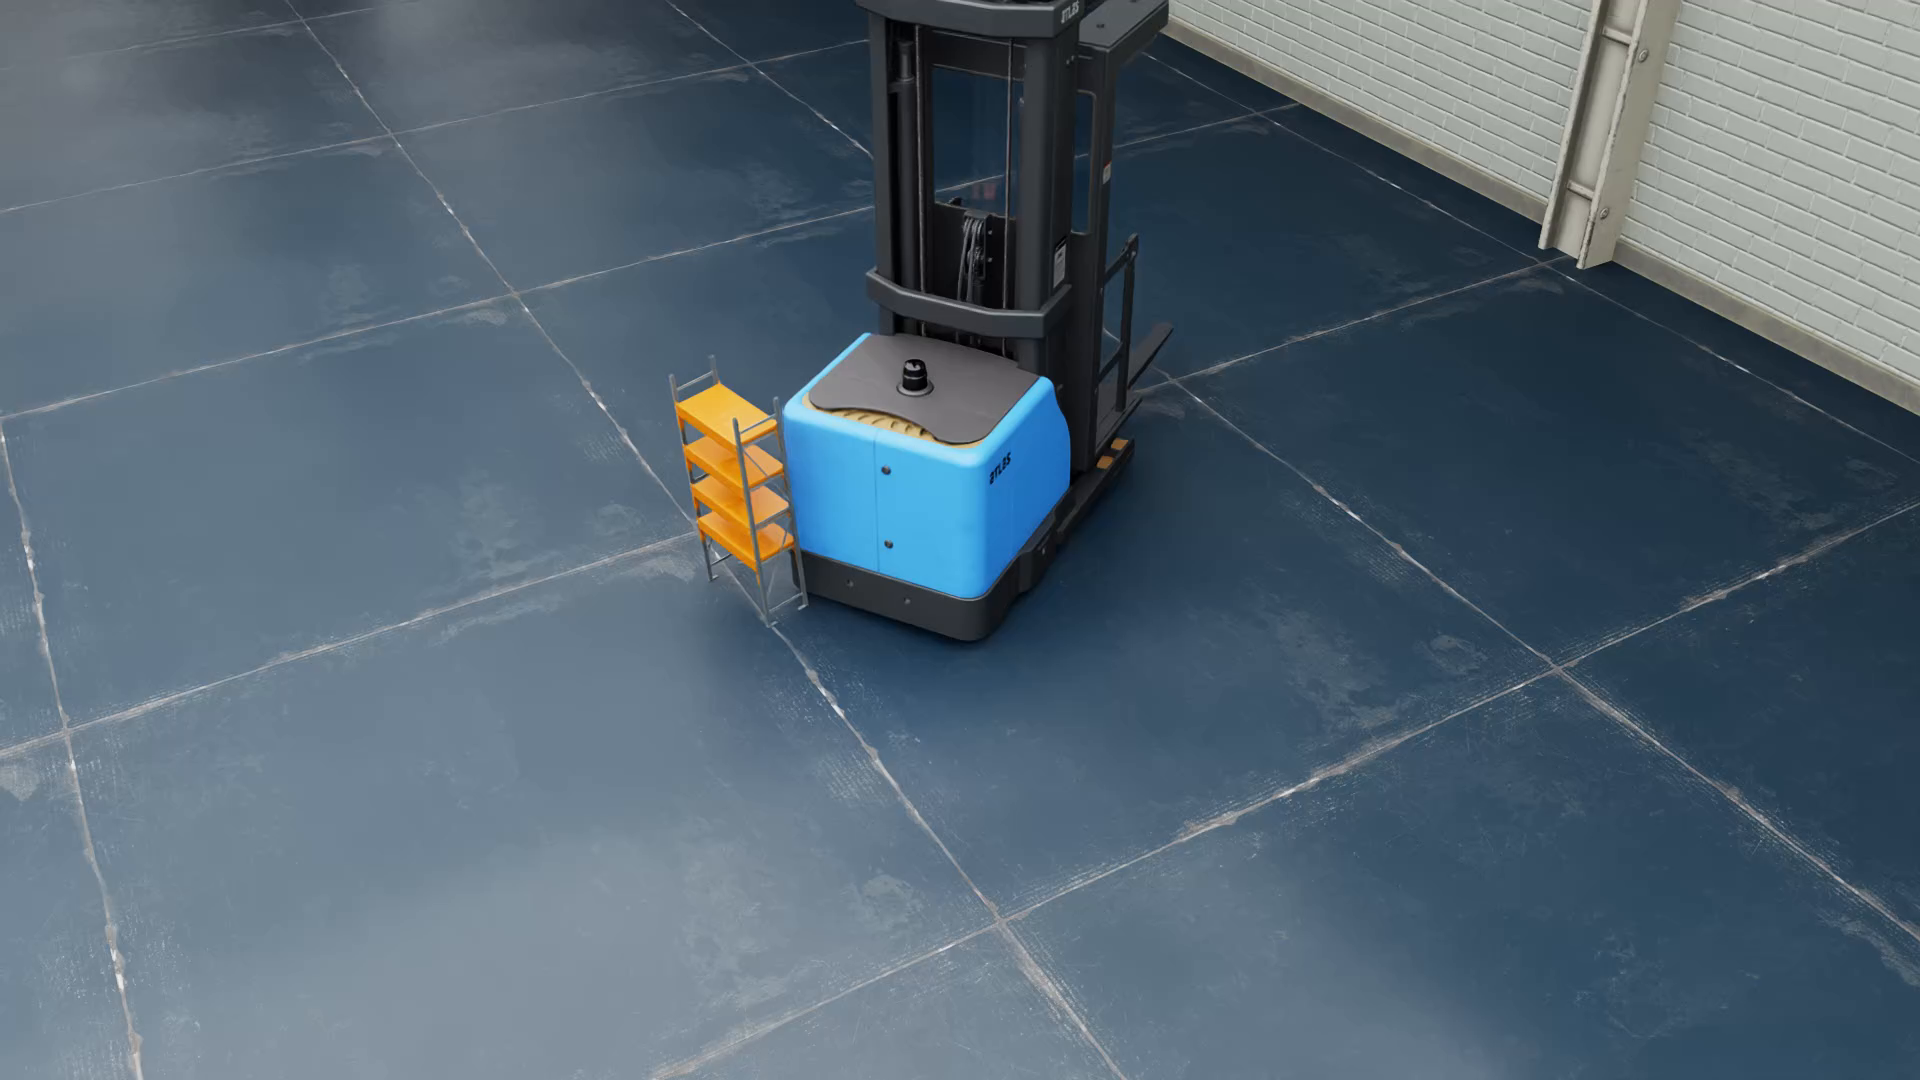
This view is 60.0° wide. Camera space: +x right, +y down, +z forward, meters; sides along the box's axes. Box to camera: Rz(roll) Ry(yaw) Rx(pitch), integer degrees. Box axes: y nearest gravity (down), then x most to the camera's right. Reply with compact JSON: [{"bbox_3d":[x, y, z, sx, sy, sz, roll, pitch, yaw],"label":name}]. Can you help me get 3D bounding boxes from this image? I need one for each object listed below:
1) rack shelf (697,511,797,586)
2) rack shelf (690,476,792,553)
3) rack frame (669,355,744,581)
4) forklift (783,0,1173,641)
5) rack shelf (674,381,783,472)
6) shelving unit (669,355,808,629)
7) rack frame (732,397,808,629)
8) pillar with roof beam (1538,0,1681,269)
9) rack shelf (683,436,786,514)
[{"bbox_3d":[-1.004,-0.004,7.900,0.258,0.148,0.480,-31,46,-29],"label":"rack shelf"},{"bbox_3d":[-1.014,-0.158,7.776,0.258,0.148,0.480,-31,46,-29],"label":"rack shelf"},{"bbox_3d":[-1.179,-0.319,7.882,0.240,1.200,0.015,-31,46,-29],"label":"rack frame"},{"bbox_3d":[0.291,-1.573,8.146,1.130,2.935,3.031,16,39,21],"label":"forklift"},{"bbox_3d":[-1.039,-0.517,7.489,0.258,0.148,0.480,-31,46,-29],"label":"rack shelf"},{"bbox_3d":[-1.018,-0.211,7.734,0.258,1.200,0.503,-31,46,-29],"label":"shelving unit"},{"bbox_3d":[-0.857,-0.103,7.586,0.240,1.200,0.015,-31,46,-29],"label":"rack frame"},{"bbox_3d":[0.392,-4.278,6.705,9.100,9.000,0.400,-19,40,-24],"label":"pillar with roof beam"},{"bbox_3d":[-1.026,-0.333,7.636,0.258,0.148,0.480,-31,46,-29],"label":"rack shelf"}]
